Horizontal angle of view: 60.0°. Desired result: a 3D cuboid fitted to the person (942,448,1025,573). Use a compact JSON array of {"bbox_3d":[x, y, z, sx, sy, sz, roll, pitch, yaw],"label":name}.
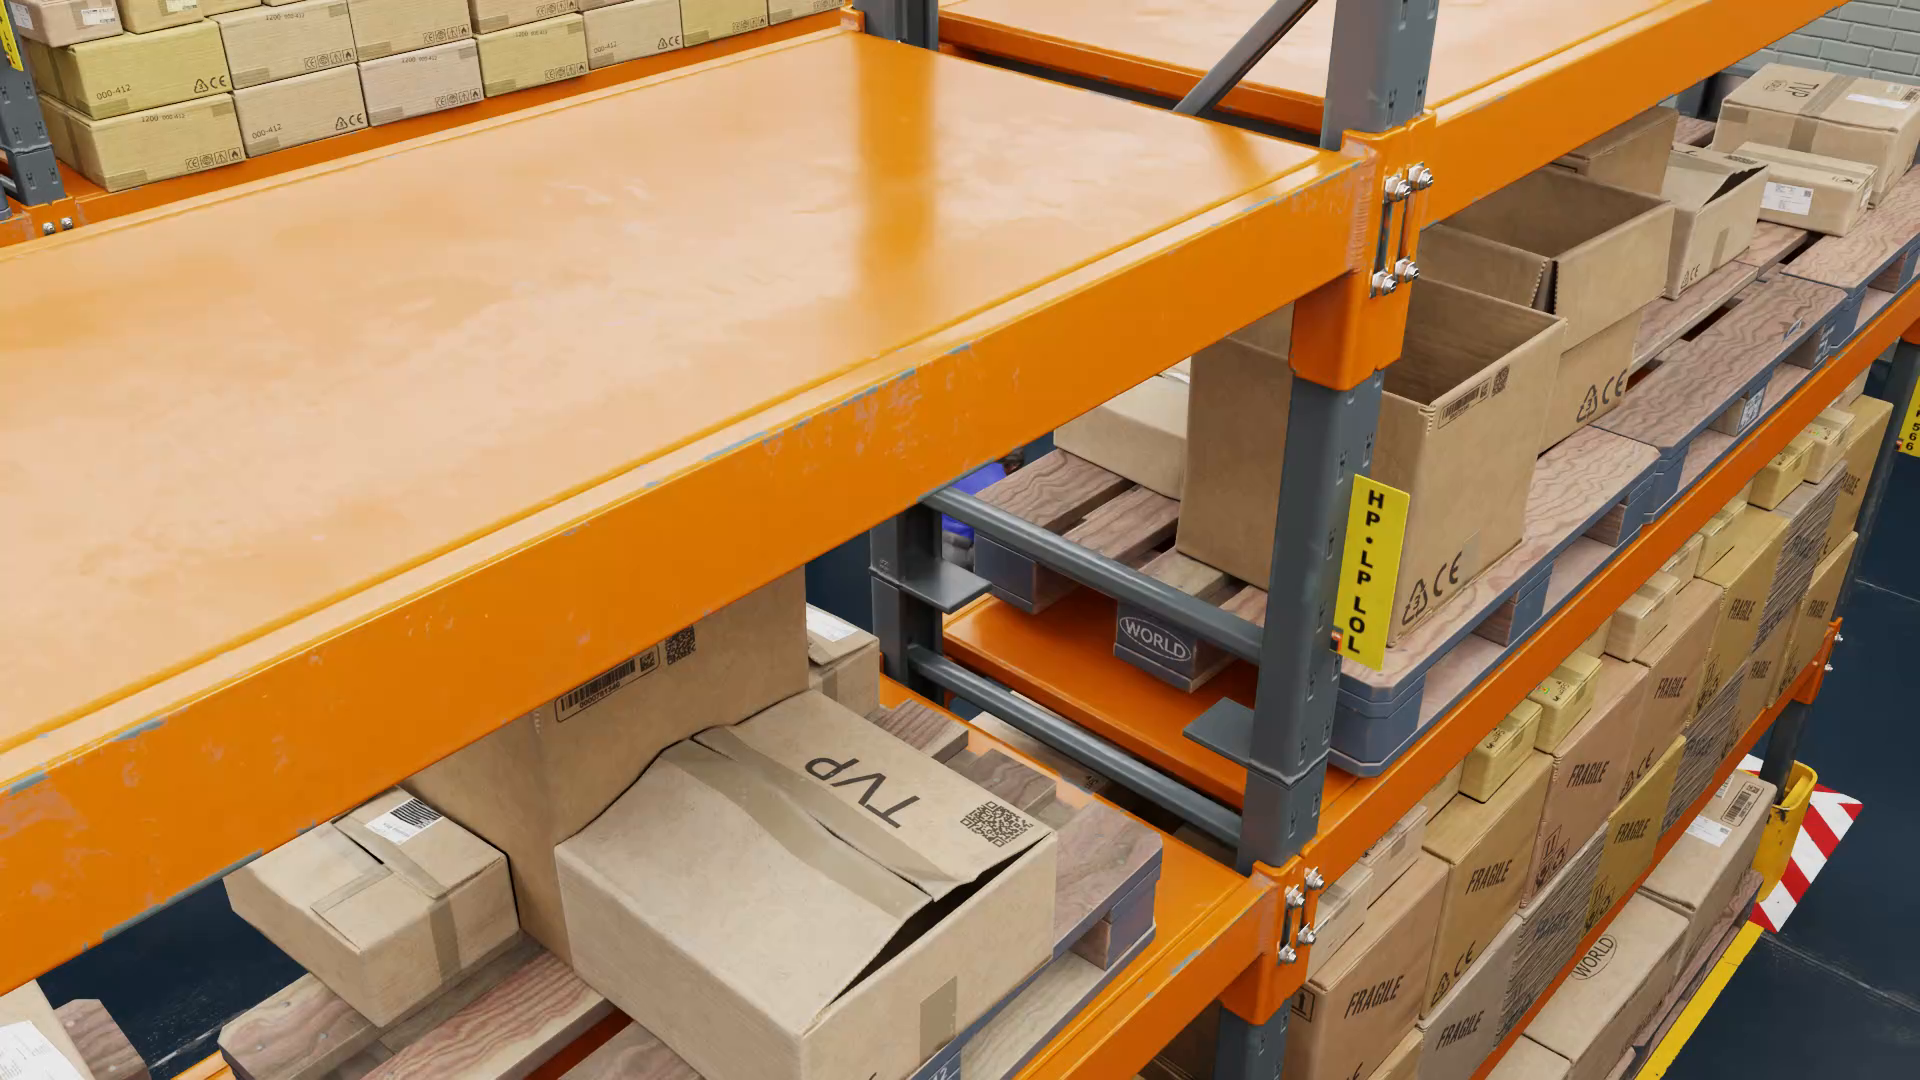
[{"bbox_3d":[0.079,-0.029,8.630,0.470,0.808,0.841,25,39,34],"label":"person"}]
